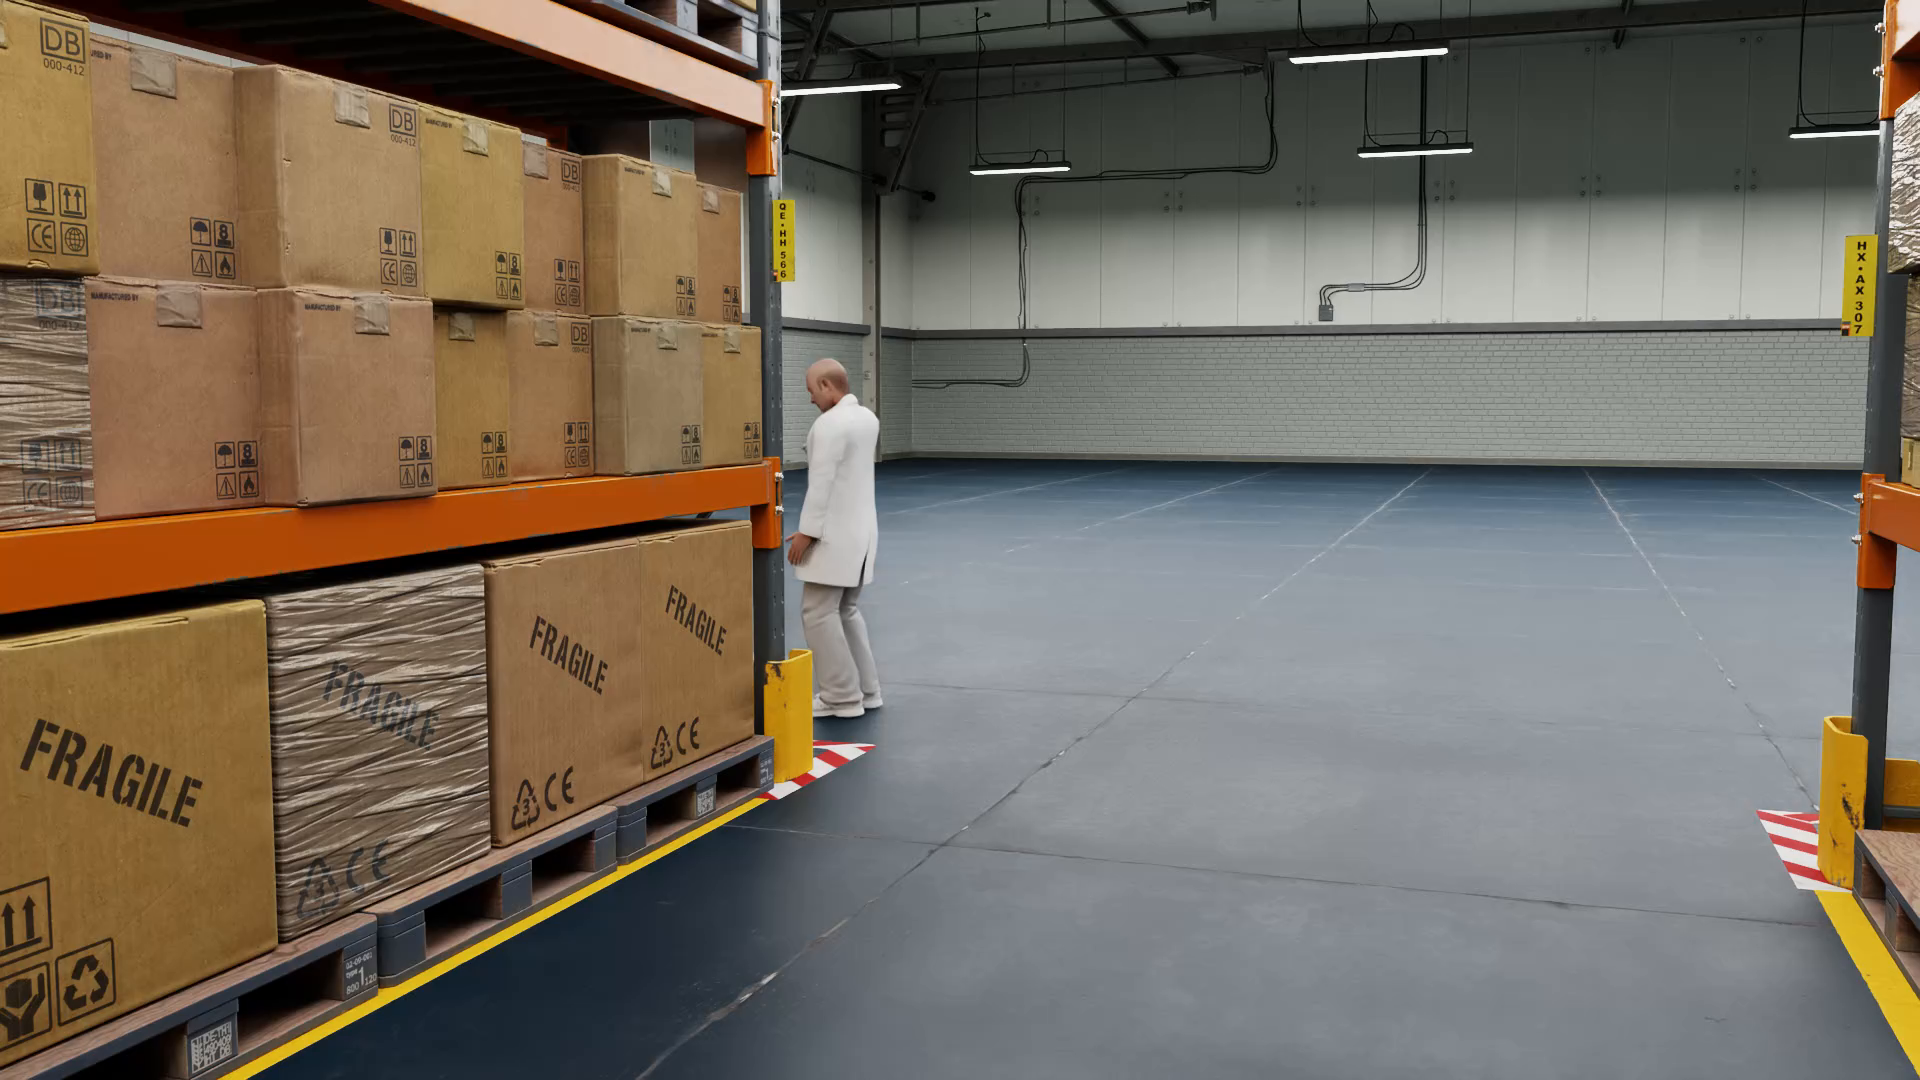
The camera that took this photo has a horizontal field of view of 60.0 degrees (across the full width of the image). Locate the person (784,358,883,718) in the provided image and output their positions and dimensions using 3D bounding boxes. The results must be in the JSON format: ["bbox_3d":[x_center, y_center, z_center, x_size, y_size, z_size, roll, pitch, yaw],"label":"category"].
[{"bbox_3d":[-0.620,-0.010,8.214,0.378,1.757,0.572,2,5,20],"label":"person"}]
